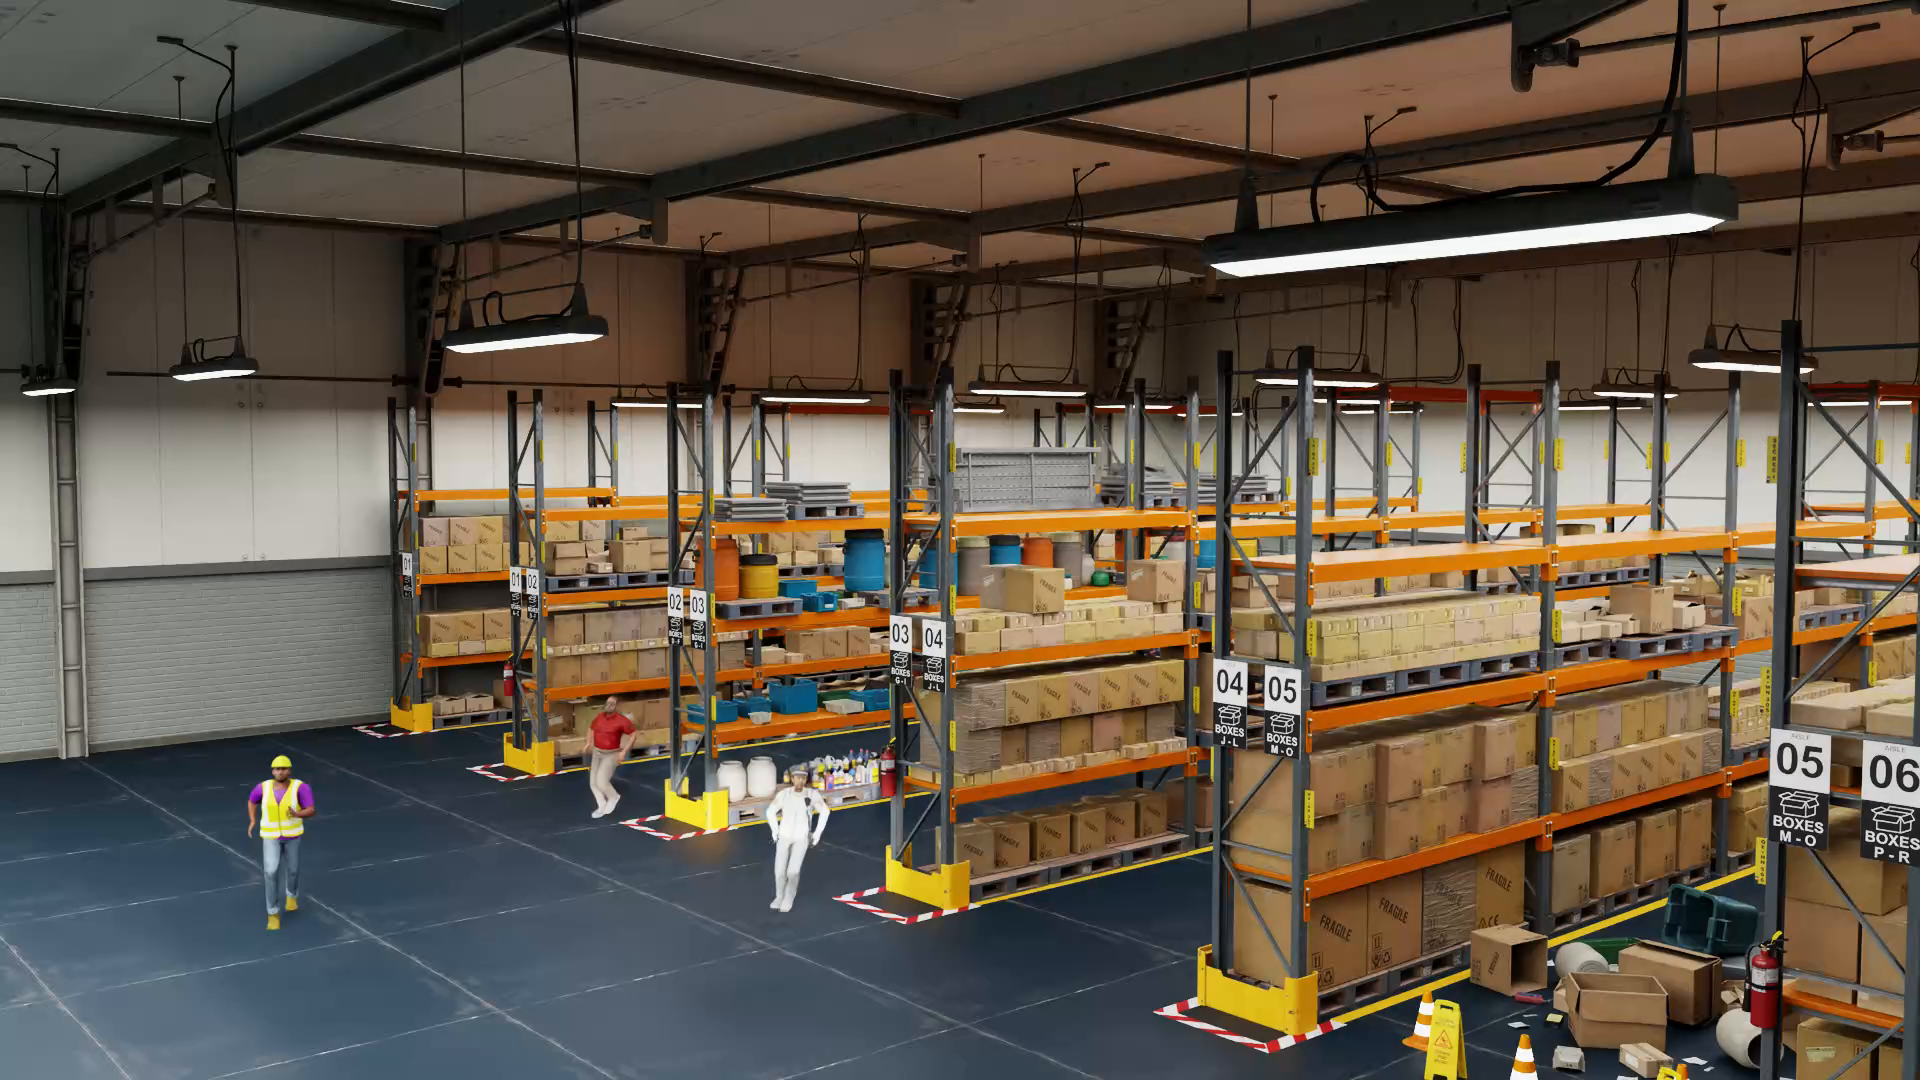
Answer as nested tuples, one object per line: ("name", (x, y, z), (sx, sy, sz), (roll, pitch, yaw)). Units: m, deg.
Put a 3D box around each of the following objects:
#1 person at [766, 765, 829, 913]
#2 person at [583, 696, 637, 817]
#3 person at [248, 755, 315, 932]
("person", (-1.803, 3.272, 18.250), (0.676, 1.641, 0.589), (0, 3, 6))
("person", (-4.870, 2.993, 22.898), (0.736, 1.680, 0.498), (2, 4, 25))
("person", (-7.310, 3.226, 17.937), (0.677, 1.823, 0.807), (-1, 4, -21))
